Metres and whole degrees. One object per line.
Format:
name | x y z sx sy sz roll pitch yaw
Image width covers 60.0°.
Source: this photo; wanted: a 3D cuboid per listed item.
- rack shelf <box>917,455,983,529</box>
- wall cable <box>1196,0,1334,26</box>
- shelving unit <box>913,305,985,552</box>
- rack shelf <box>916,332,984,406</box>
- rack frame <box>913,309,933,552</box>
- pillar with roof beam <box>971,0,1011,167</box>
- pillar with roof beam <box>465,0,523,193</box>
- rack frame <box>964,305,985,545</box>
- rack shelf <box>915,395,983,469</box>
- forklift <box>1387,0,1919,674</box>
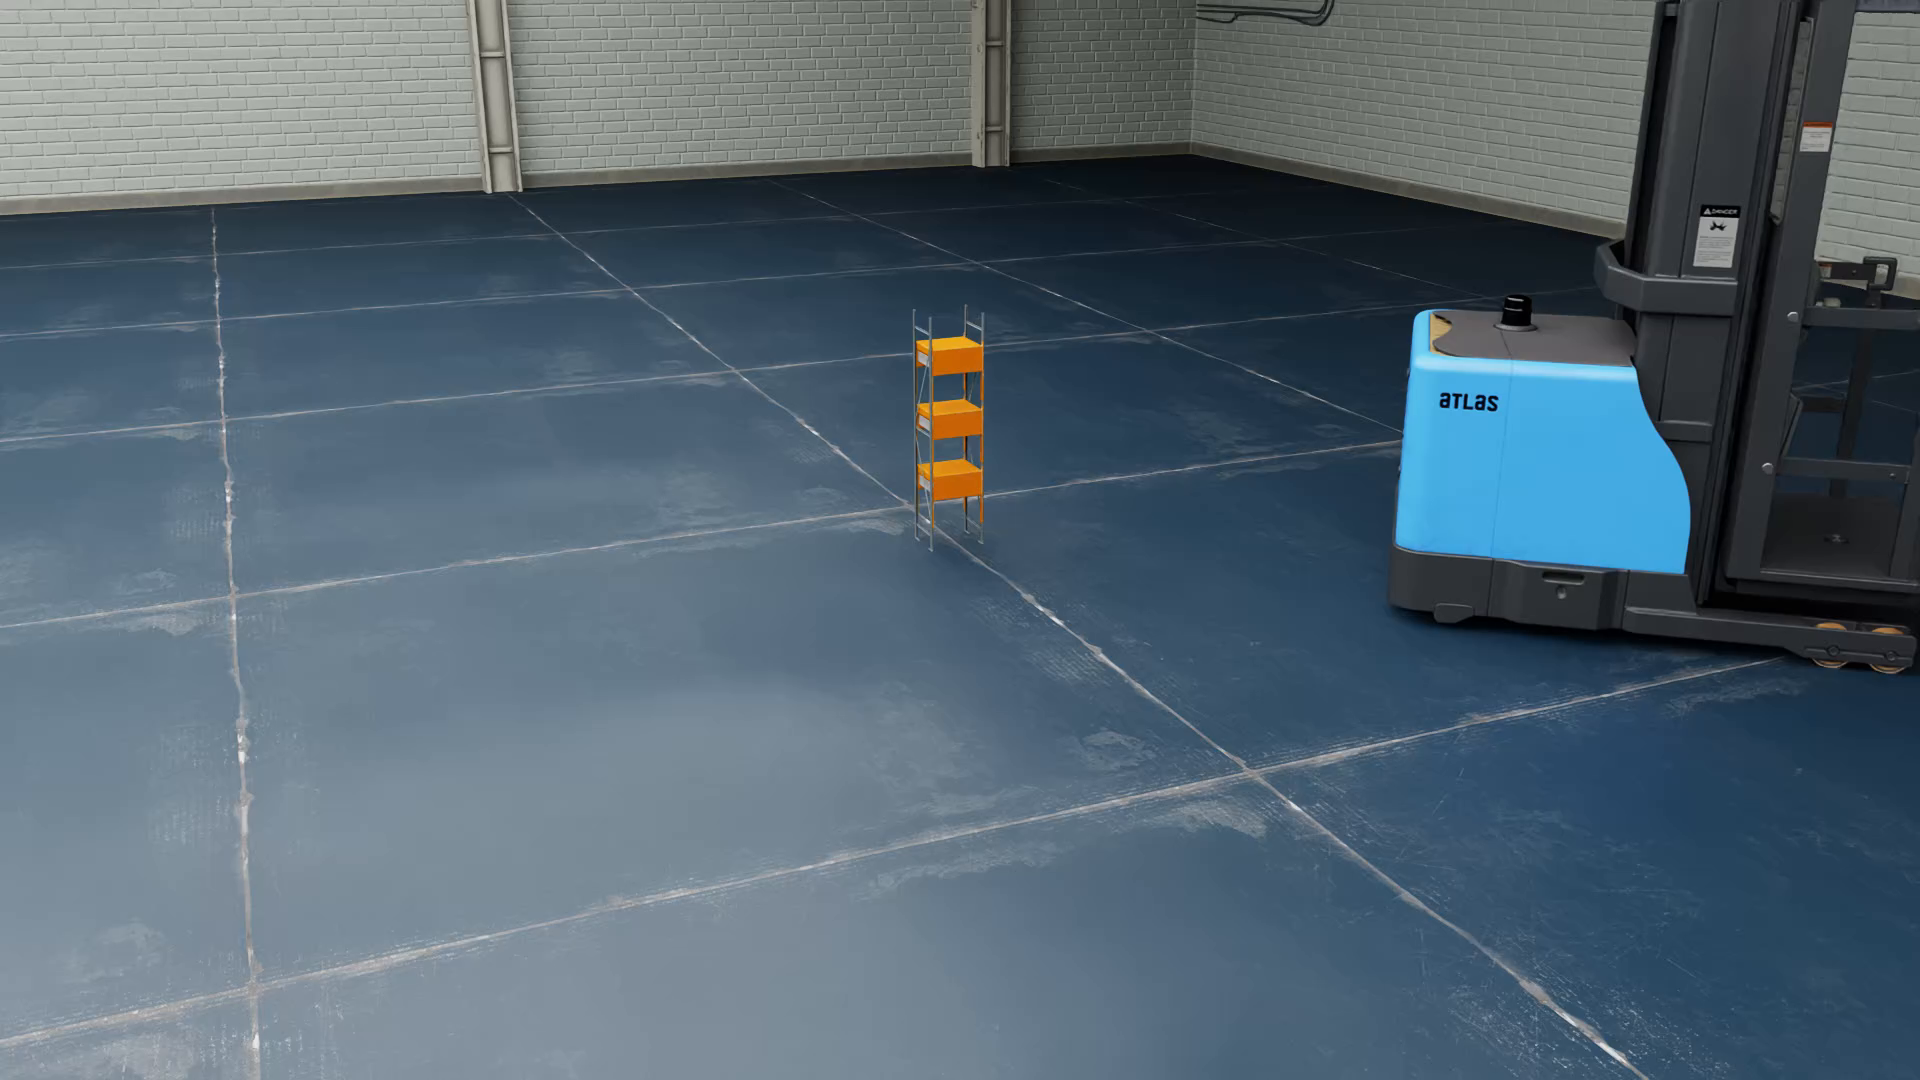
rack shelf | -0.049 -0.216 7.423 0.240 0.259 0.215 -8 21 -22
wall cable | 3.612 -7.472 19.870 0.112 2.526 3.097 -8 21 -22
shelving unit | -0.049 -0.488 7.328 0.252 1.050 0.215 -8 21 -22
rack shelf | -0.049 -0.746 7.237 0.240 0.259 0.215 -8 21 -22
rack frame | -0.161 -0.472 7.282 0.008 1.050 0.200 -8 21 -22
pillar with roof beam | 2.089 -7.640 15.670 0.400 9.000 9.100 -8 21 -22
pillar with roof beam | -3.420 -6.851 13.429 0.400 9.000 9.100 -8 21 -22
rack frame | 0.063 -0.504 7.373 0.008 1.050 0.200 -8 21 -22
rack shelf | -0.049 -0.478 7.331 0.240 0.259 0.215 -8 21 -22
forklift | 3.278 -1.086 6.194 3.031 2.935 1.130 5 20 14
